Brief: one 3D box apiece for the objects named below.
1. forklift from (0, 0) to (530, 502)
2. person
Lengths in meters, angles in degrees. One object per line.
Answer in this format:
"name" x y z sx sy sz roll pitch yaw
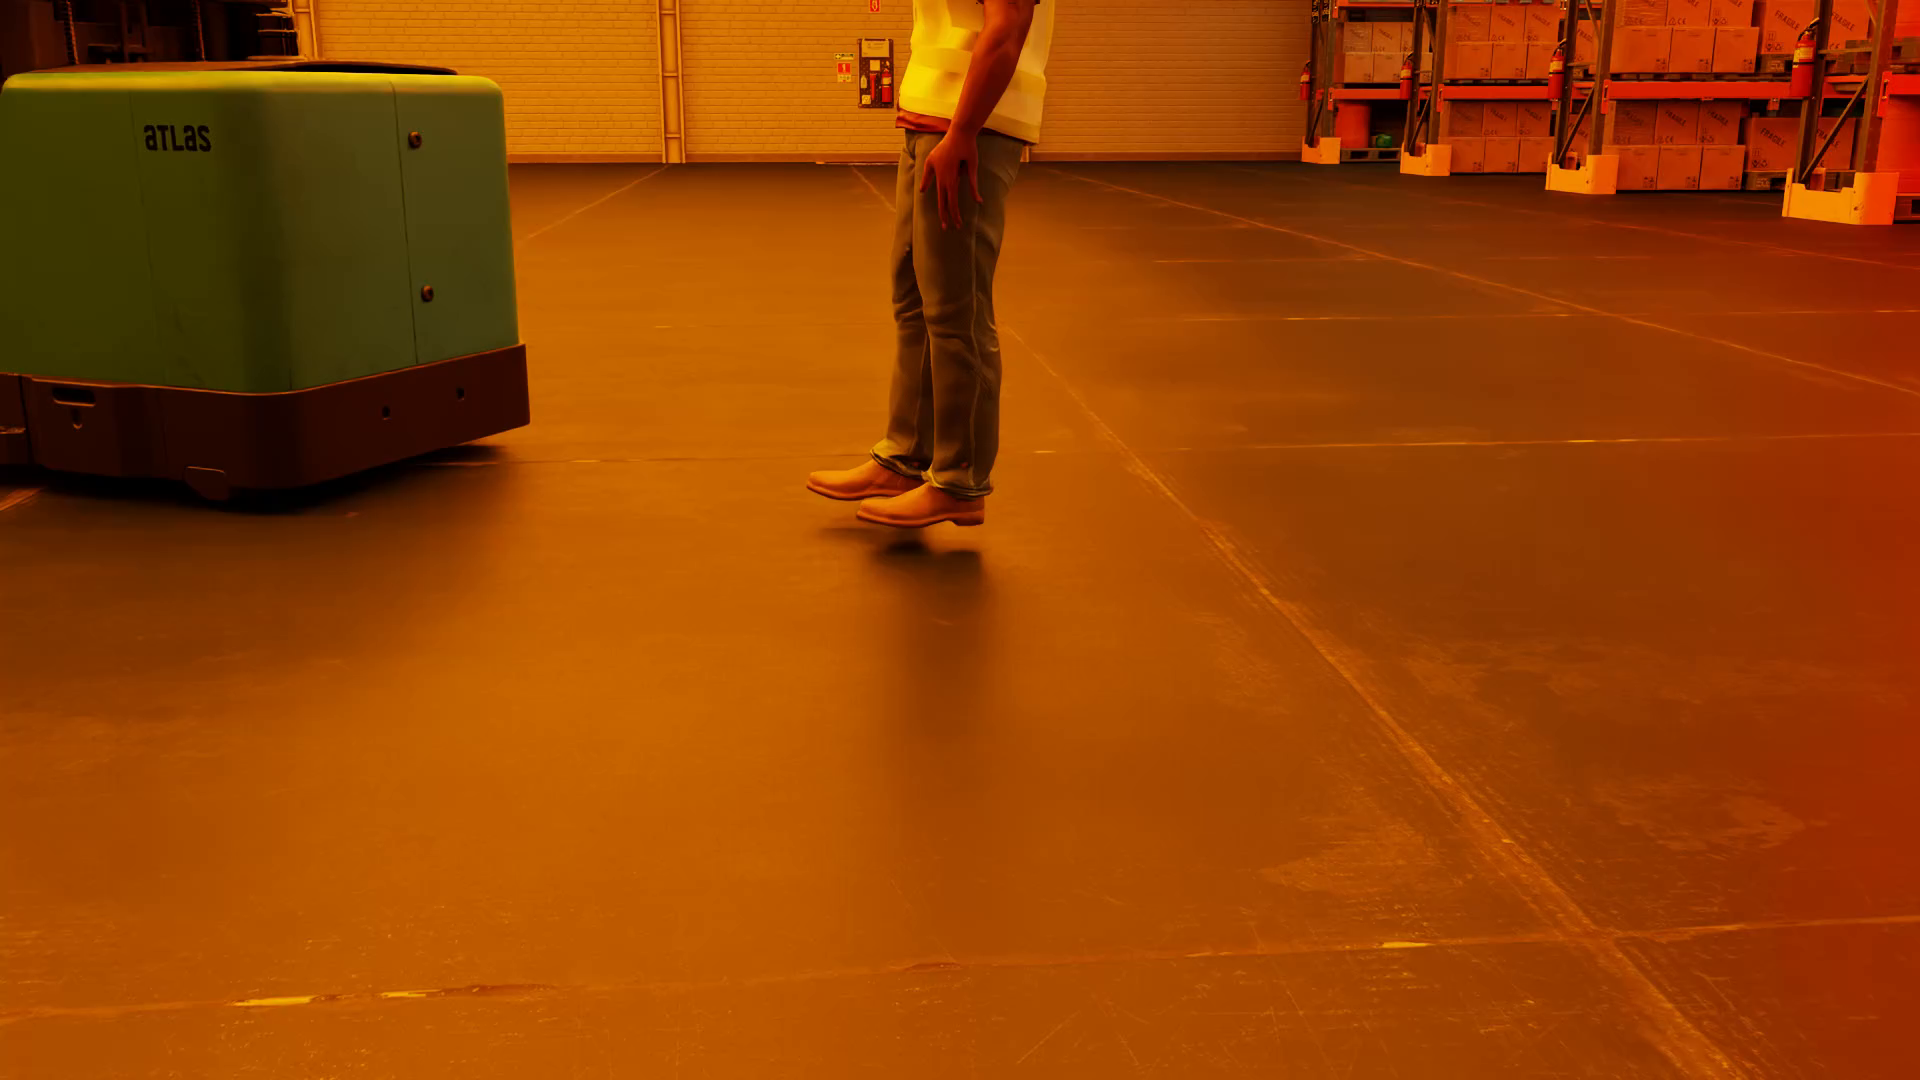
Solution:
"forklift" -2.854 -1.737 4.777 3.031 2.935 1.130 6 16 22
"person" -0.070 -0.899 3.697 0.574 1.767 0.666 -1 15 -5
